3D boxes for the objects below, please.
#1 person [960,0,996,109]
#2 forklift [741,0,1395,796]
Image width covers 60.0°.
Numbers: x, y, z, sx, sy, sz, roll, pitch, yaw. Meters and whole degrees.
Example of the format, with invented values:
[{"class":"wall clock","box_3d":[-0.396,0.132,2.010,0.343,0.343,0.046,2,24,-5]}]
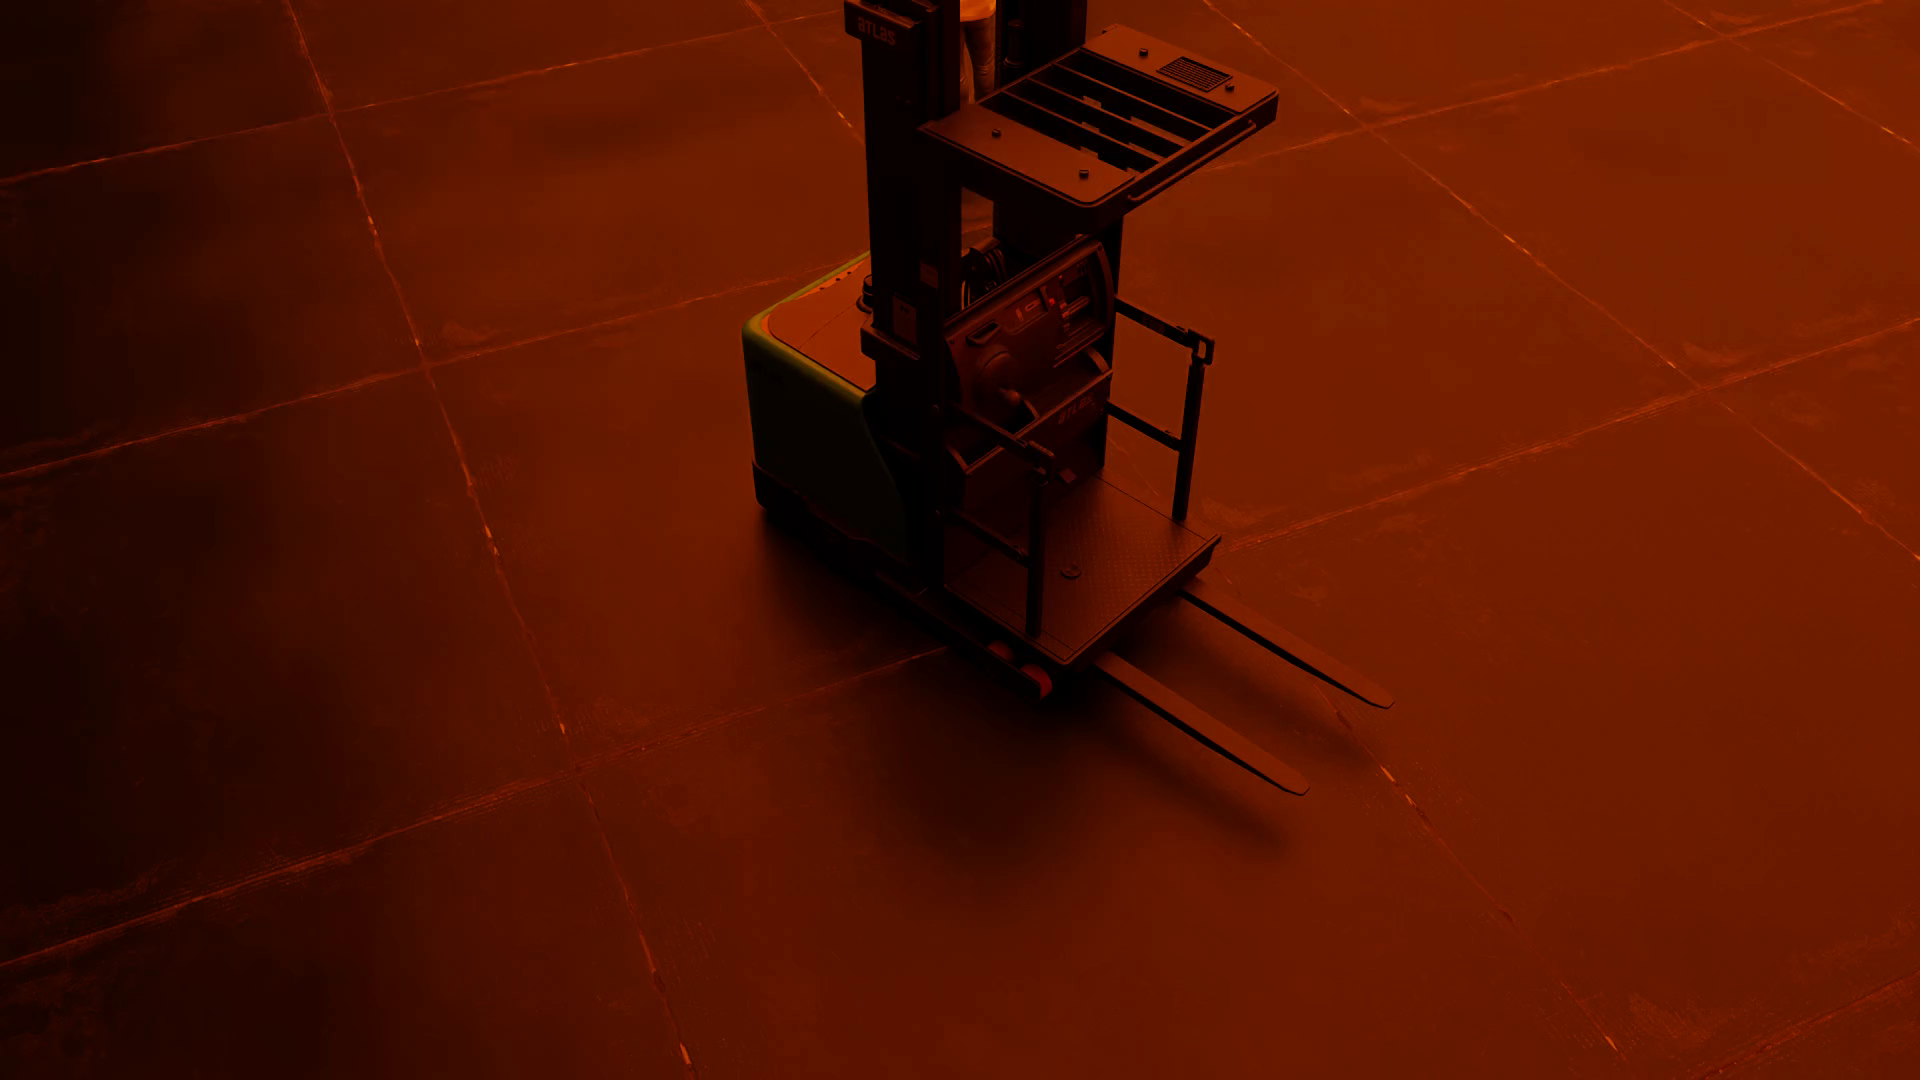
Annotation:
[{"class":"person","box_3d":[-0.015,-3.243,9.998,0.666,1.766,0.577,-15,45,-16]},{"class":"forklift","box_3d":[0.445,-0.788,6.525,3.031,2.935,1.130,32,52,30]}]
